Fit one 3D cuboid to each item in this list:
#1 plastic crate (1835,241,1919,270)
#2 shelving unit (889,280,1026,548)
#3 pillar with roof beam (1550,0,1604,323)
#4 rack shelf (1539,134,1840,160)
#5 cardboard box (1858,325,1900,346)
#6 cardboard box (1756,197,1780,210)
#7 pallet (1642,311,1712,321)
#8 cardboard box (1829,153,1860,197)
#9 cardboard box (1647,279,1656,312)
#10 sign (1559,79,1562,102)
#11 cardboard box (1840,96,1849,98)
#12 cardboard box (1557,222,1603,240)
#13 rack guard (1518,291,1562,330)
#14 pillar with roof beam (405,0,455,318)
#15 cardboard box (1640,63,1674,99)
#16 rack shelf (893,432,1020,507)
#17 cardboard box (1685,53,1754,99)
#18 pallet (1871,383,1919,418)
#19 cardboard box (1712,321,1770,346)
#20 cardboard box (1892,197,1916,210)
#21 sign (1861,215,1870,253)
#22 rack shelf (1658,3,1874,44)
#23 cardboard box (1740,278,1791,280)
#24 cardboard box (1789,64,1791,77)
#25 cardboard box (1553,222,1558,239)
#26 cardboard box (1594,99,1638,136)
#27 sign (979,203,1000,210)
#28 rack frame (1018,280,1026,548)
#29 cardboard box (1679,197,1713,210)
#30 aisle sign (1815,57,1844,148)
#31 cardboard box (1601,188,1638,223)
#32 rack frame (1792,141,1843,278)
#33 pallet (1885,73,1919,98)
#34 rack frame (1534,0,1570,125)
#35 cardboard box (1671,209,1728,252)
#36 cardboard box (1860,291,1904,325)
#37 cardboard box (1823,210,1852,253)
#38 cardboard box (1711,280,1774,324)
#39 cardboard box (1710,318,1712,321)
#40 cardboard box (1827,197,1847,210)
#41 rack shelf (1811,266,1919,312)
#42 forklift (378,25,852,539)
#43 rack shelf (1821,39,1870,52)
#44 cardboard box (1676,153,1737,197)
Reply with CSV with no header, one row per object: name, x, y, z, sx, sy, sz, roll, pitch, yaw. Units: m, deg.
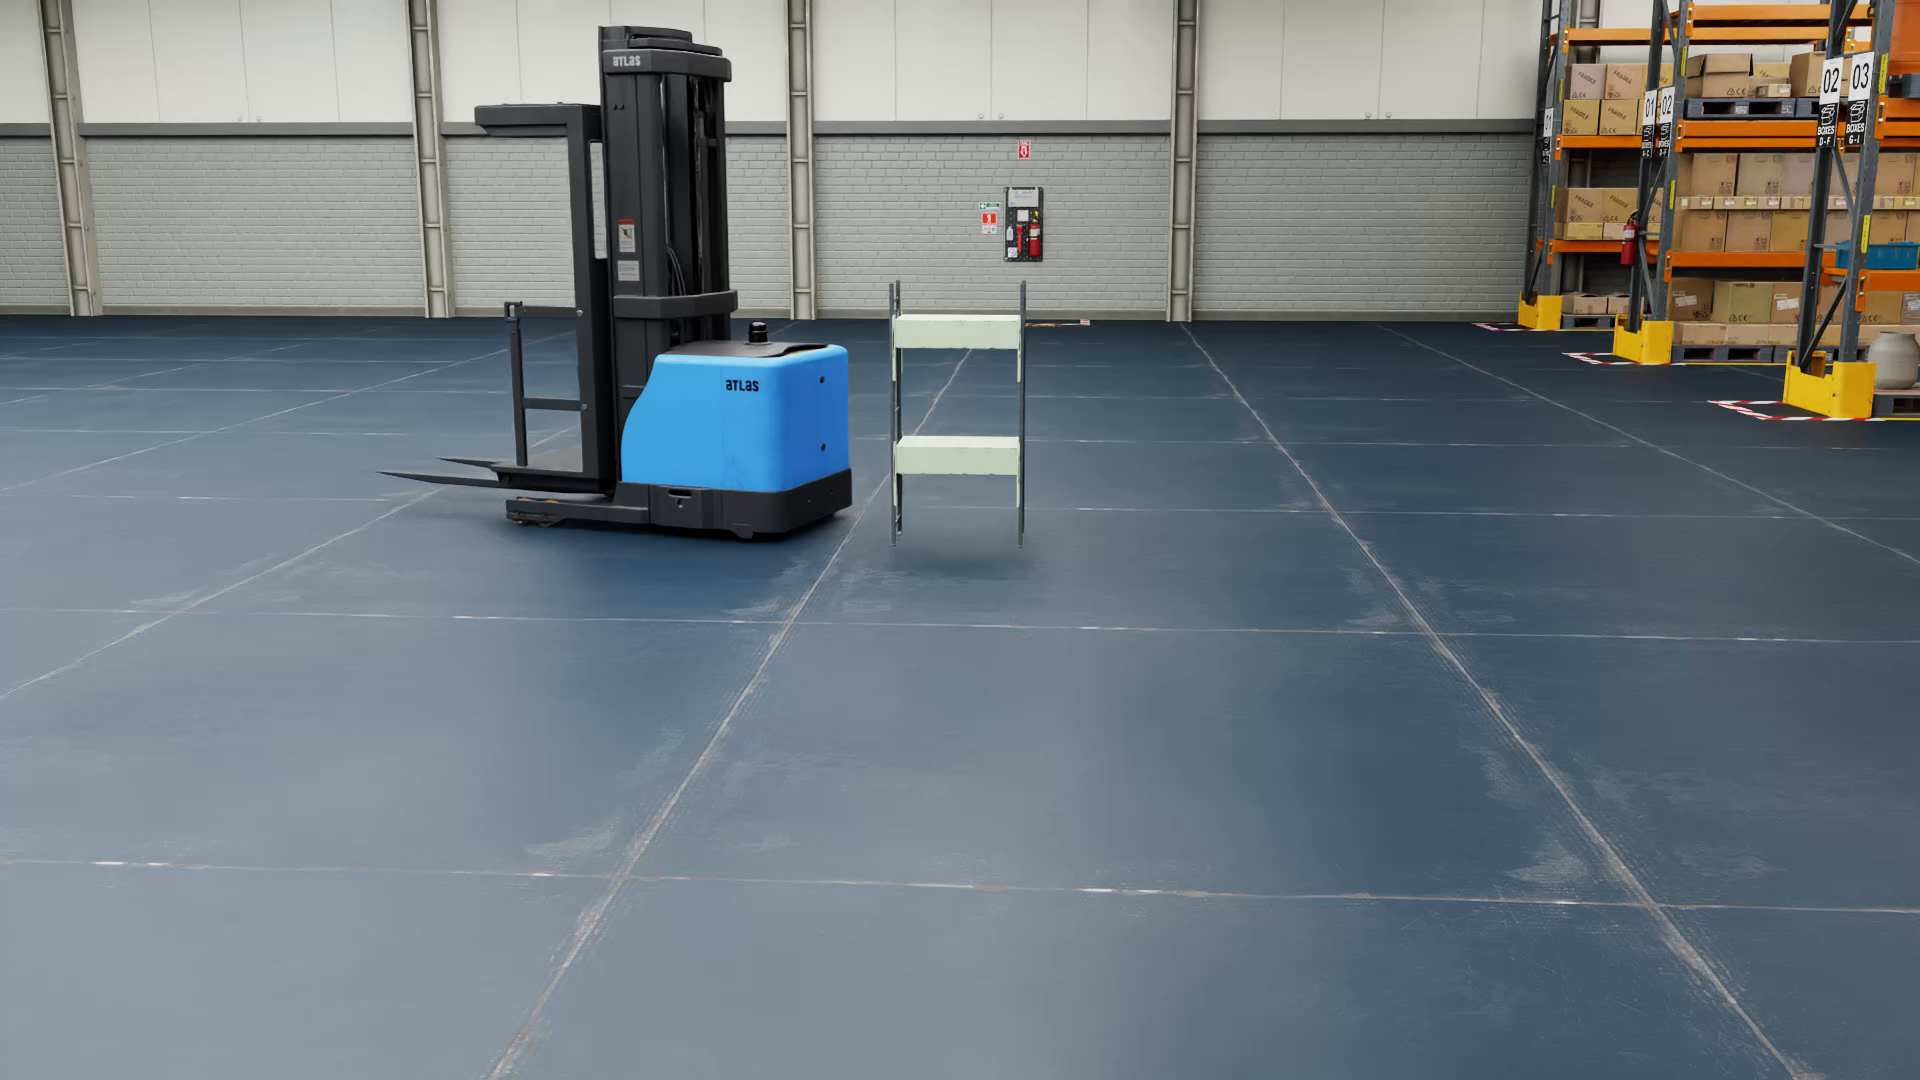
plastic crate,8.561,-2.662,15.533,0.616,0.251,0.499,1,12,4
shelving unit,-0.007,-0.734,9.615,0.755,1.500,0.431,1,12,4
pillar with roof beam,9.172,-6.929,20.914,0.400,9.000,9.100,1,12,4
rack shelf,10.699,-5.794,24.569,4.000,0.370,1.077,1,12,4
cardboard box,10.892,-2.472,19.950,0.500,0.250,0.500,1,12,4
cardboard box,9.517,-3.999,19.732,0.250,0.149,0.380,1,12,3
pallet,10.801,-3.303,25.044,1.213,0.211,1.003,1,12,4
cardboard box,10.422,-4.347,19.812,0.500,0.500,0.700,1,12,4
cardboard box,10.685,-3.641,24.877,0.500,0.500,0.700,0,12,0
sign,8.667,-6.490,24.007,0.005,0.325,0.100,1,12,4
cardboard box,10.732,-5.479,19.690,0.637,0.503,0.797,2,12,10
cardboard box,9.169,-4.570,24.605,0.500,0.250,0.500,0,12,2
rack guard,8.779,-3.480,25.185,0.348,0.500,1.175,1,12,4
pillar with roof beam,-8.788,-7.175,22.091,0.400,9.000,9.100,1,12,4
cardboard box,10.081,-6.644,24.145,0.500,0.500,0.500,1,12,5
rack shelf,-0.007,-0.415,9.682,0.720,0.370,0.431,1,12,4
cardboard box,8.949,-5.477,19.679,0.637,0.503,0.797,2,12,8
pallet,8.931,-1.312,15.526,1.213,0.211,1.003,1,12,4
cardboard box,9.395,-2.494,20.053,0.500,0.250,0.500,1,12,4
cardboard box,11.066,-3.979,19.634,0.250,0.149,0.380,1,12,3
sign,8.000,-2.704,14.693,0.005,0.325,0.100,1,12,4
rack shelf,10.372,-6.054,19.465,4.000,0.370,1.077,1,12,4
cardboard box,9.930,-2.962,20.462,0.500,0.500,0.500,1,12,4
cardboard box,12.176,-6.618,24.018,0.500,0.500,0.500,0,12,-1
cardboard box,9.183,-4.674,25.106,0.500,0.250,0.500,1,12,5
cardboard box,9.554,-6.161,24.278,0.500,0.500,0.500,2,12,8
sign,0.469,-5.299,26.394,0.331,0.109,0.001,1,12,4
rack frame,0.359,-0.729,9.591,0.023,1.500,0.400,1,12,4
cardboard box,8.753,-4.010,19.783,0.250,0.149,0.380,1,12,3
aisle sign,7.989,-4.015,15.287,0.004,0.787,0.394,1,12,4
cardboard box,9.652,-4.932,24.503,0.500,0.500,0.500,1,12,4
rack frame,12.694,-4.650,24.672,0.127,3.000,1.000,1,12,4
pallet,8.860,-4.025,14.821,1.213,0.211,1.003,1,12,4
rack frame,8.703,-7.641,24.319,0.127,3.000,1.000,1,12,4
cardboard box,8.841,-3.733,20.042,0.500,0.500,0.700,1,12,4
cardboard box,10.893,-2.842,19.886,0.500,0.500,0.500,1,12,4
cardboard box,10.386,-3.712,19.944,0.500,0.500,0.700,1,12,5
cardboard box,9.395,-2.860,19.974,0.500,0.500,0.500,1,12,4
cardboard box,9.431,-2.601,20.567,0.500,0.250,0.500,1,12,4
cardboard box,10.287,-3.989,19.682,0.250,0.149,0.380,1,12,4
rack shelf,10.037,-2.301,15.201,4.000,0.370,1.077,1,12,4
forklift,-2.249,-1.609,10.303,3.031,2.935,1.130,5,13,21
rack shelf,14.690,-7.011,24.042,4.000,0.370,1.077,1,12,4
cardboard box,8.894,-4.367,19.906,0.500,0.500,0.700,1,12,4
